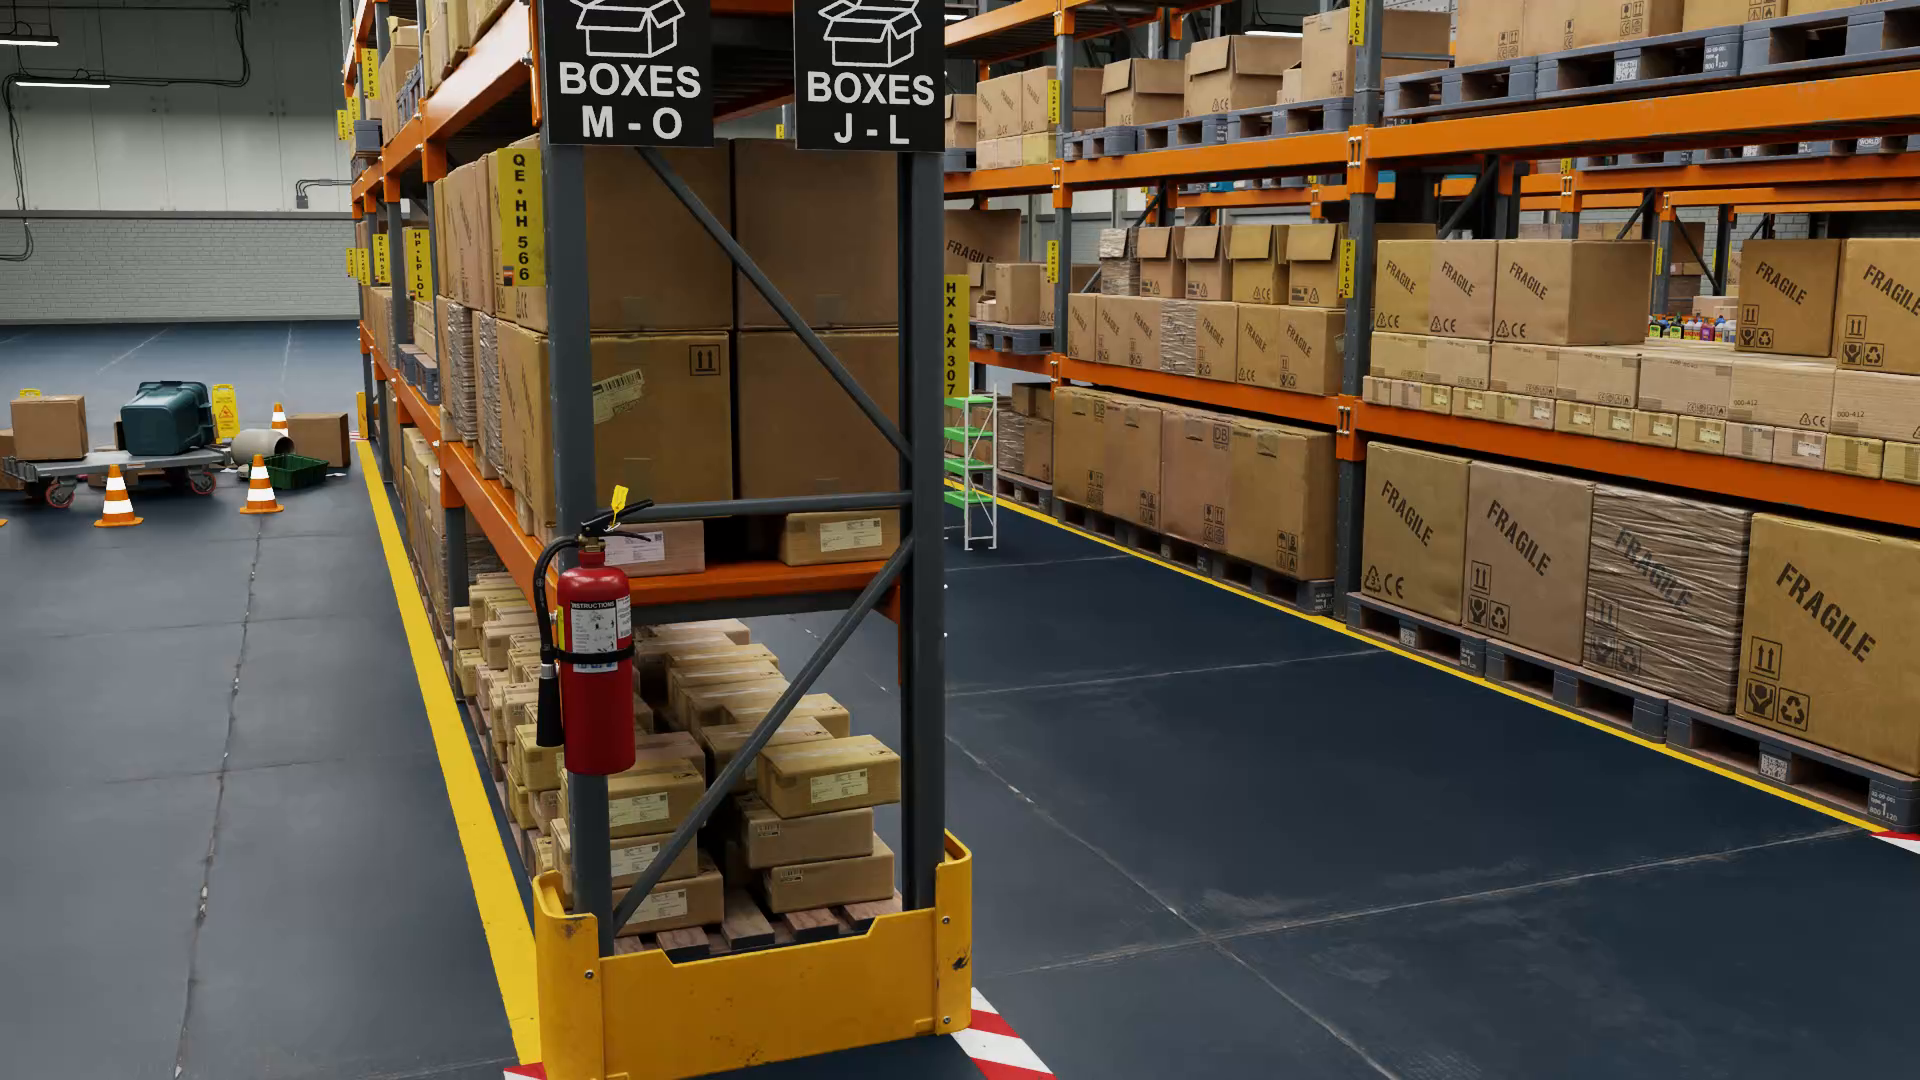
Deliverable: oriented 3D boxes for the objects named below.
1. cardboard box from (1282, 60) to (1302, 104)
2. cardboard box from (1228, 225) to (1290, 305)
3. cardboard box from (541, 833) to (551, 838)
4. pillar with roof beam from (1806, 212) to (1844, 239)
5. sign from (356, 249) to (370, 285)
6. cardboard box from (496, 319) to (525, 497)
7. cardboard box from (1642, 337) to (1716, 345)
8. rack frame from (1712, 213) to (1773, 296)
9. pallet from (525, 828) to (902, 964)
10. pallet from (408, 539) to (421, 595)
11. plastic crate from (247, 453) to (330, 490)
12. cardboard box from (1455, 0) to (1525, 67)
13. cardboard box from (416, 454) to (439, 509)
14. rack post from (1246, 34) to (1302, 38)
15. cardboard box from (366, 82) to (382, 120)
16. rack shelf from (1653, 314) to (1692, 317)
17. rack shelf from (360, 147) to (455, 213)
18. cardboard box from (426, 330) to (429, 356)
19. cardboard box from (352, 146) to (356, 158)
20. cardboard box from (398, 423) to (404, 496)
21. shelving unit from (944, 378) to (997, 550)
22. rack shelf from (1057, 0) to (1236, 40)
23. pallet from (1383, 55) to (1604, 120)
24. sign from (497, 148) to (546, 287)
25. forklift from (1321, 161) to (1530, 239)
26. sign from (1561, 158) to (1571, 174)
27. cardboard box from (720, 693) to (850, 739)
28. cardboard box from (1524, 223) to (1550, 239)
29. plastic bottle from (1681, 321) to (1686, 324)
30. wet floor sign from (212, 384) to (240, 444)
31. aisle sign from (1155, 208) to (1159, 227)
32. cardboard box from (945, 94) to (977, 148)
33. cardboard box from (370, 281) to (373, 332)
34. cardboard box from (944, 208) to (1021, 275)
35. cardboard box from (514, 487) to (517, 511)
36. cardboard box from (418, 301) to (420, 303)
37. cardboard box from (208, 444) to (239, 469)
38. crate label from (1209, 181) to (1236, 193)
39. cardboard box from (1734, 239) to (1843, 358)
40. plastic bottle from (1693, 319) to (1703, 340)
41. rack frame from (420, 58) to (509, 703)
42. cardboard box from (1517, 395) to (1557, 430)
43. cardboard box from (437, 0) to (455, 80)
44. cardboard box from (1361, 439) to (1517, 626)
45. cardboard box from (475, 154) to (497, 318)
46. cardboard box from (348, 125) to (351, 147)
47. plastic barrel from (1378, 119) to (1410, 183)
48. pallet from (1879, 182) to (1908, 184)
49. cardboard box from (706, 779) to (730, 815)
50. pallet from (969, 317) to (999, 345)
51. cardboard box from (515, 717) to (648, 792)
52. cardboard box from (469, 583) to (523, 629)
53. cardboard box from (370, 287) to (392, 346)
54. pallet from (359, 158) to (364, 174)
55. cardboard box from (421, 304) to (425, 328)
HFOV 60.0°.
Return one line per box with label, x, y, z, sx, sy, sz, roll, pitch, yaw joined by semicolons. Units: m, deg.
cardboard box;2.368;-2.855;10.398;0.500;0.311;0.500;-4;11;-23
cardboard box;2.205;-1.790;10.771;0.797;0.503;0.637;-4;11;-20
cardboard box;-1.218;0.921;5.620;0.380;0.149;0.250;-4;11;-20
pillar with roof beam;9.231;-6.554;23.569;9.100;9.000;0.400;-4;11;-21
sign;-5.393;-2.468;15.032;0.100;0.325;0.005;-4;11;-21
cardboard box;-1.113;-0.417;5.063;0.500;0.500;0.500;-4;11;-22
cardboard box;3.461;-0.880;8.384;0.500;0.250;0.500;-4;11;-20
rack frame;12.183;-3.933;25.964;1.000;3.000;0.127;-4;11;-21
pallet;-0.817;1.146;5.375;1.003;0.211;1.213;-4;11;-21
pallet;-3.145;0.115;11.171;1.003;0.211;1.213;-4;11;-21
plastic crate;-6.161;-0.628;15.248;0.450;0.188;0.662;11;12;7
cardboard box;3.021;-2.689;8.637;0.700;0.500;0.500;-5;11;-24
cardboard box;-2.862;-0.354;9.640;0.500;0.250;0.500;-4;11;-23
rack post;3.681;-5.906;20.144;0.937;0.300;0.954;-4;11;-22
cardboard box;-4.086;-3.226;12.196;0.500;0.311;0.500;-4;11;-21
rack shelf;8.292;-2.937;22.421;1.077;0.370;4.000;-4;11;-21
rack shelf;-4.152;-2.835;13.280;1.077;0.370;4.000;-4;11;-21
cardboard box;-3.060;-1.208;10.163;0.380;0.149;0.250;-4;11;-19
cardboard box;-6.135;-4.059;17.343;0.380;0.149;0.250;-4;11;-21
cardboard box;-3.884;-0.732;13.196;1.050;0.750;0.750;-4;11;-20
shelving unit;0.060;-0.564;12.163;0.258;1.200;0.503;-4;11;-21
rack shelf;1.957;-3.760;11.058;1.077;0.370;4.000;-4;11;-21
pallet;2.969;-2.330;8.641;1.003;0.211;1.213;-4;11;-21
sign;-1.053;-0.773;3.994;0.100;0.325;0.005;-4;11;-21
forklift;3.432;-1.545;12.739;1.130;2.935;3.031;-4;11;-20
sign;5.338;-3.387;14.632;0.100;0.325;0.005;-4;11;-21
cardboard box;-0.585;0.631;5.553;0.380;0.149;0.250;-4;11;-21
cardboard box;8.123;-4.052;22.646;0.700;0.500;0.500;-4;11;-21
plastic bottle;6.418;-1.841;14.774;0.097;0.201;0.097;0;10;0
wet floor sign;-8.182;-1.411;18.511;0.267;0.644;0.232;-6;12;-31
aisle sign;2.650;-4.577;22.163;0.394;0.787;0.004;-4;11;-21
cardboard box;0.203;-3.834;15.352;0.797;0.503;0.637;-3;11;-19
cardboard box;-5.242;-2.260;16.132;0.875;0.550;0.550;-4;11;-21
cardboard box;-0.060;-2.700;16.123;1.000;1.000;1.000;-4;11;-21
cardboard box;-1.252;-0.159;5.468;0.380;0.149;0.250;-4;11;-23
cardboard box;-3.256;-1.590;10.612;0.380;0.149;0.250;-4;11;-21
cardboard box;-7.216;-0.856;16.474;0.396;0.266;0.258;-2;10;-11
crate label;3.320;-4.381;20.344;0.502;0.251;0.408;-4;11;-21
cardboard box;3.834;-1.081;7.370;0.500;0.500;0.500;-4;11;-22
plastic bottle;6.056;-1.672;13.623;0.097;0.271;0.097;0;10;0
rack frame;-1.978;-0.733;7.974;1.000;3.000;0.127;-4;11;-21
cardboard box;2.949;-0.626;8.093;0.380;0.149;0.250;-4;11;-20
cardboard box;-1.695;-1.876;6.264;0.500;0.250;0.500;-3;11;-18
cardboard box;2.846;-0.079;9.166;0.875;0.875;0.875;-4;11;-21
cardboard box;-1.306;-0.994;5.451;0.500;0.500;0.500;-3;11;-18
cardboard box;-6.391;-4.402;18.130;0.500;0.250;0.500;-4;11;-21
plastic barrel;4.786;-4.305;18.063;0.600;0.901;0.708;-4;11;-21
pallet;10.137;-3.801;17.197;1.213;0.211;1.003;-3;11;-18
cardboard box;-0.697;0.786;5.527;0.380;0.149;0.250;-4;11;-20
pallet;0.477;-1.910;15.140;1.003;0.211;1.213;-4;11;-21
cardboard box;-1.206;0.675;5.303;0.380;0.149;0.250;-4;11;-22
cardboard box;-2.001;0.289;7.471;0.380;0.149;0.250;-3;11;-18
cardboard box;-4.937;-1.985;14.727;0.500;0.500;0.500;-4;11;-20
pallet;-5.163;-3.606;15.814;1.003;0.211;1.213;-4;11;-21
cardboard box;-3.147;-1.395;10.365;0.380;0.149;0.250;-4;11;-21
